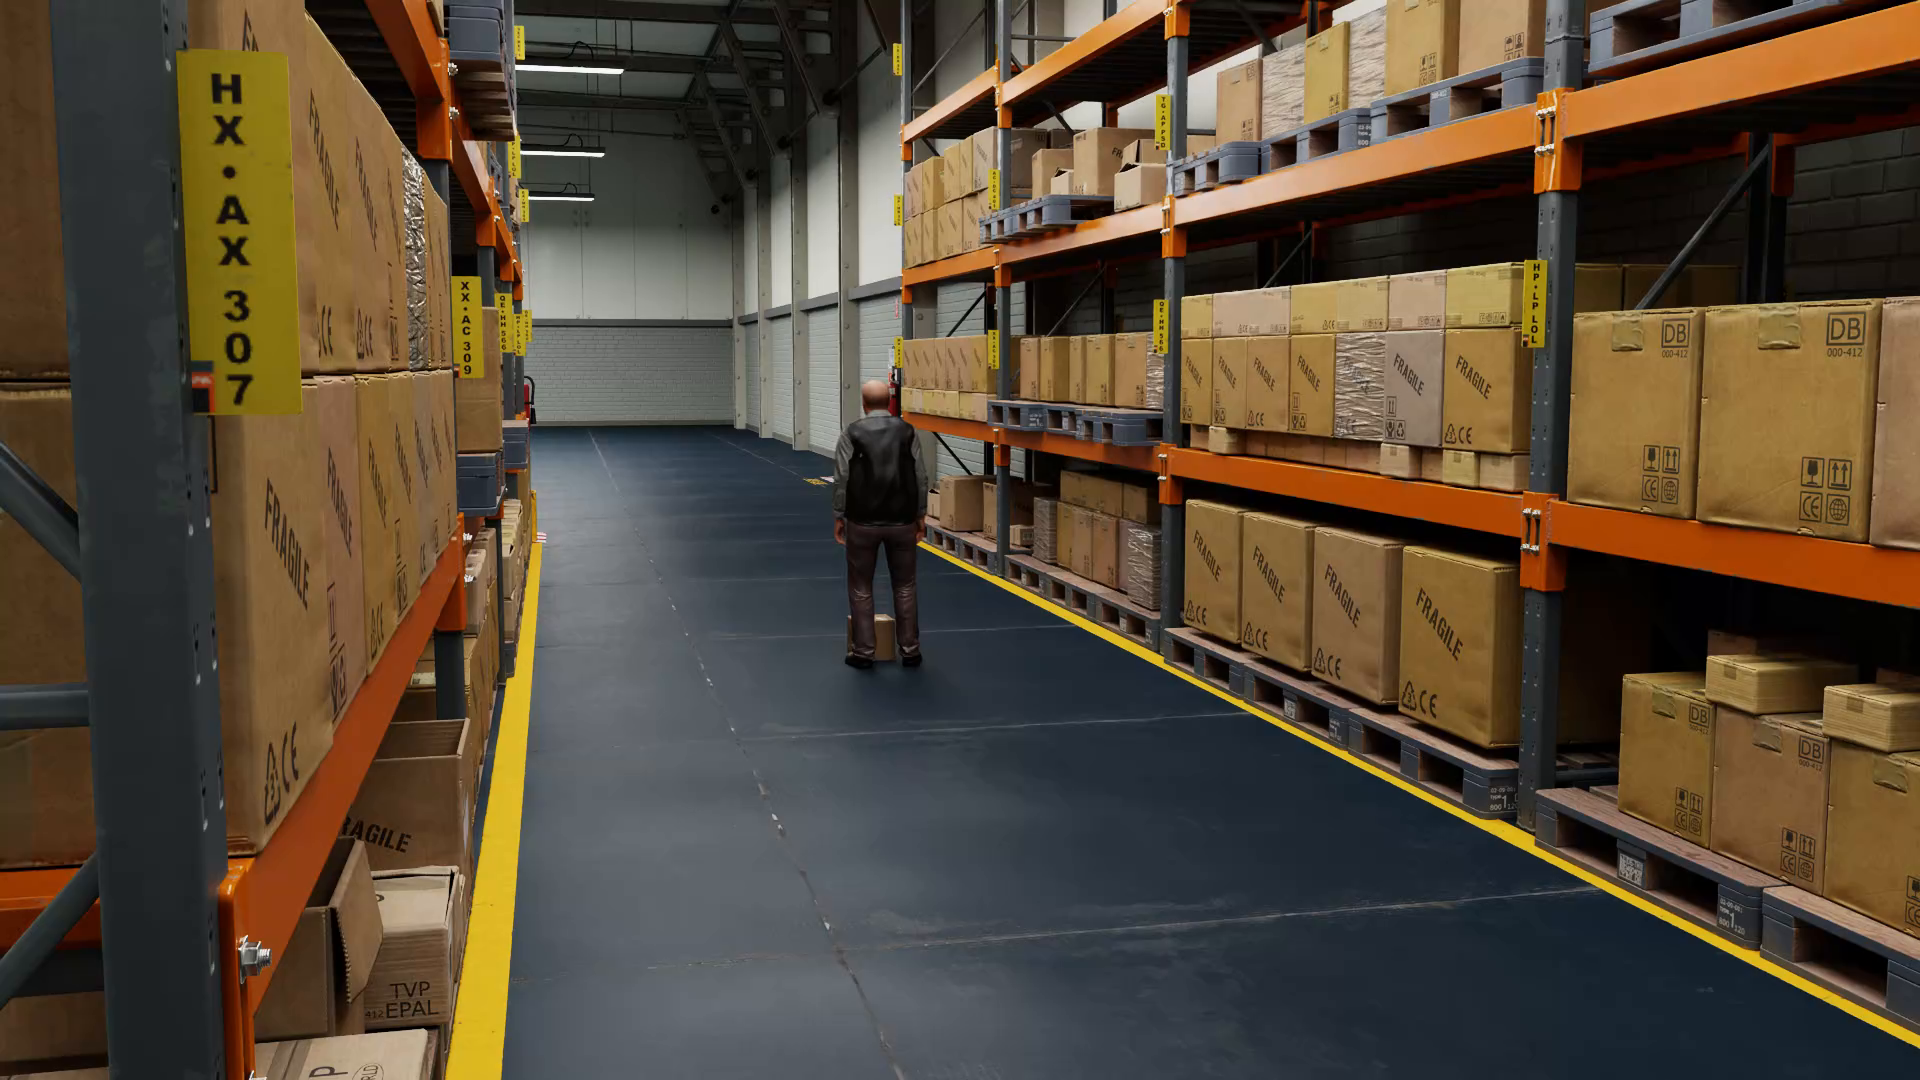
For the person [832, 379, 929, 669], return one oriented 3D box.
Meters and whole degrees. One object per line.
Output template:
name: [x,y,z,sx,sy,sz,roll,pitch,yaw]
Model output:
person: [-0.472,-0.046,9.967,0.581,1.619,0.419,-1,6,-13]
